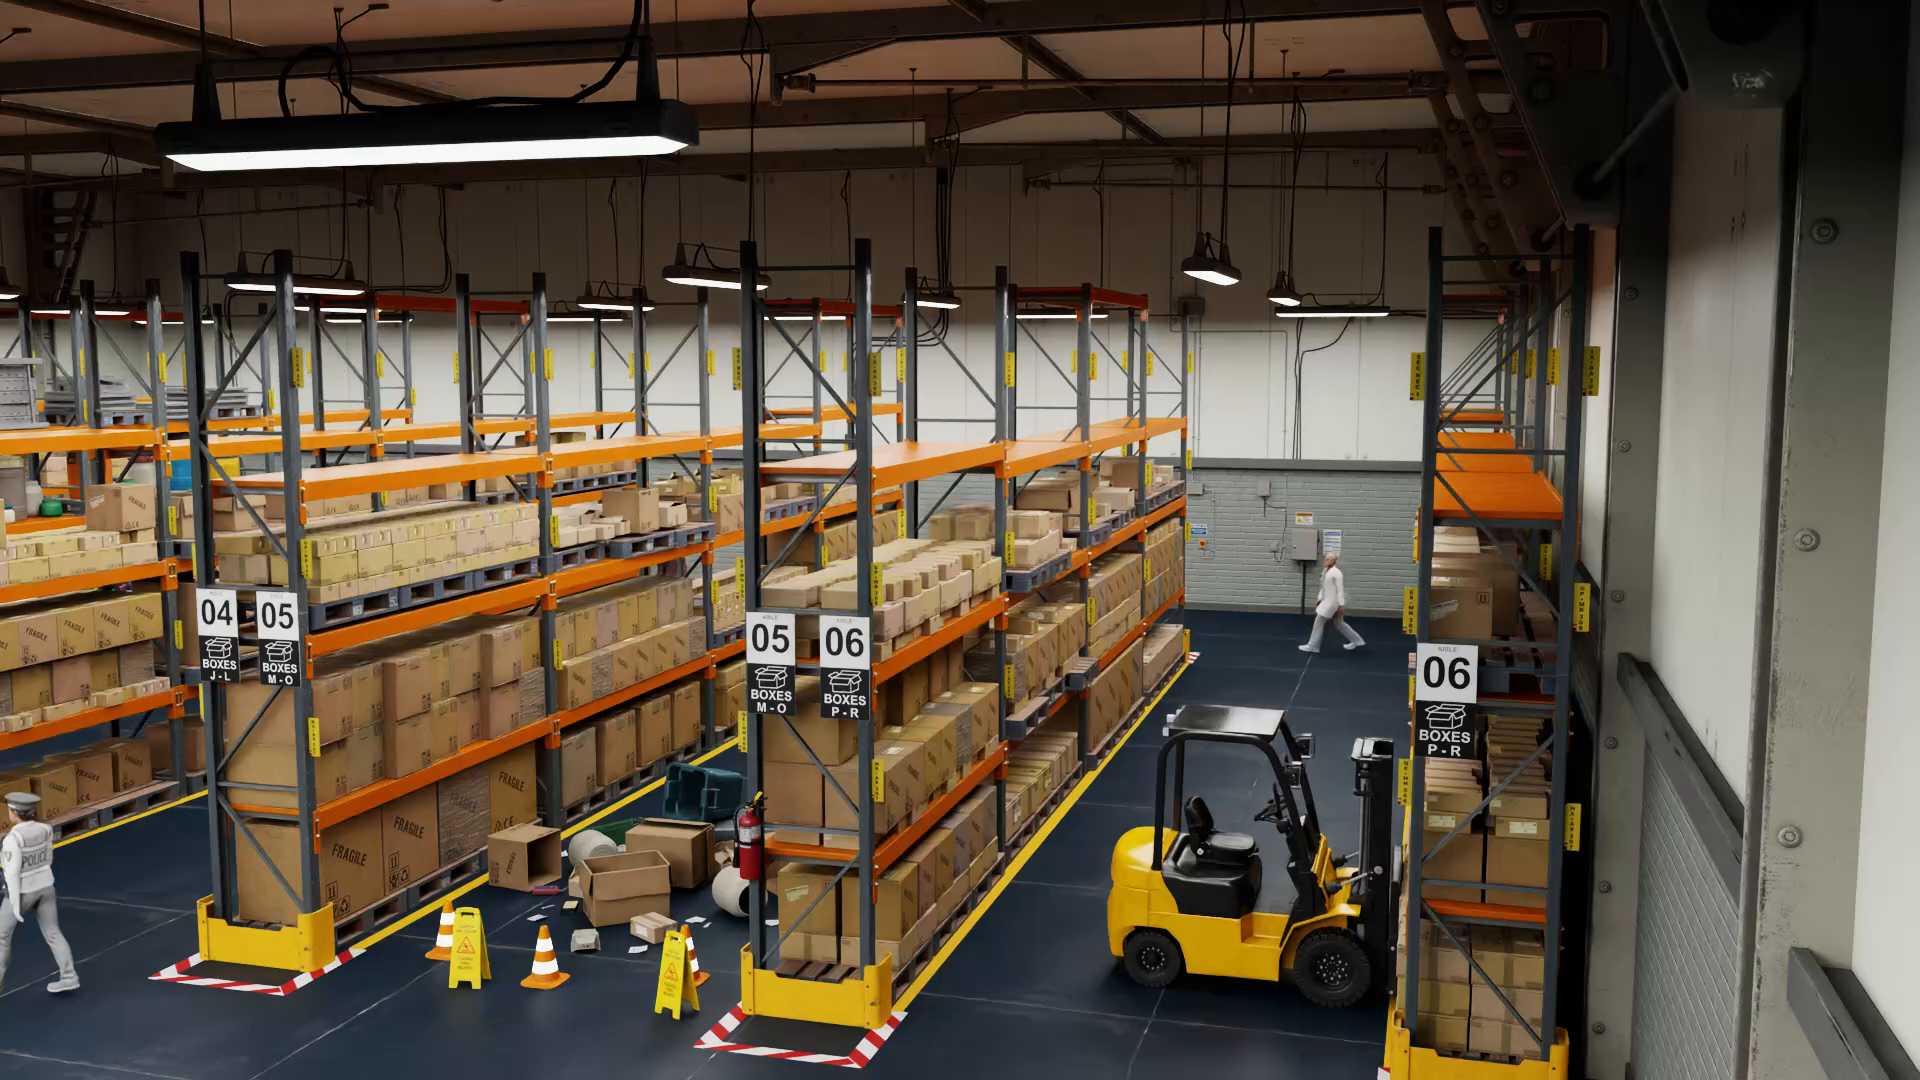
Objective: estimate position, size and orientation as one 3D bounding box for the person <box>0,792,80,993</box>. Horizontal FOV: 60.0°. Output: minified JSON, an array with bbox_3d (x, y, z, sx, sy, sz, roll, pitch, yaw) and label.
[{"bbox_3d":[-7.576,2.848,13.458,0.850,1.630,0.491,3,7,24],"label":"person"}]

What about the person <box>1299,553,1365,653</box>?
[{"bbox_3d":[6.446,1.083,28.747,1.125,1.735,0.547,1,7,12],"label":"person"}]

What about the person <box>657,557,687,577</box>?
[{"bbox_3d":[-5.470,0.714,31.768,0.537,1.781,0.598,4,8,33],"label":"person"}]
